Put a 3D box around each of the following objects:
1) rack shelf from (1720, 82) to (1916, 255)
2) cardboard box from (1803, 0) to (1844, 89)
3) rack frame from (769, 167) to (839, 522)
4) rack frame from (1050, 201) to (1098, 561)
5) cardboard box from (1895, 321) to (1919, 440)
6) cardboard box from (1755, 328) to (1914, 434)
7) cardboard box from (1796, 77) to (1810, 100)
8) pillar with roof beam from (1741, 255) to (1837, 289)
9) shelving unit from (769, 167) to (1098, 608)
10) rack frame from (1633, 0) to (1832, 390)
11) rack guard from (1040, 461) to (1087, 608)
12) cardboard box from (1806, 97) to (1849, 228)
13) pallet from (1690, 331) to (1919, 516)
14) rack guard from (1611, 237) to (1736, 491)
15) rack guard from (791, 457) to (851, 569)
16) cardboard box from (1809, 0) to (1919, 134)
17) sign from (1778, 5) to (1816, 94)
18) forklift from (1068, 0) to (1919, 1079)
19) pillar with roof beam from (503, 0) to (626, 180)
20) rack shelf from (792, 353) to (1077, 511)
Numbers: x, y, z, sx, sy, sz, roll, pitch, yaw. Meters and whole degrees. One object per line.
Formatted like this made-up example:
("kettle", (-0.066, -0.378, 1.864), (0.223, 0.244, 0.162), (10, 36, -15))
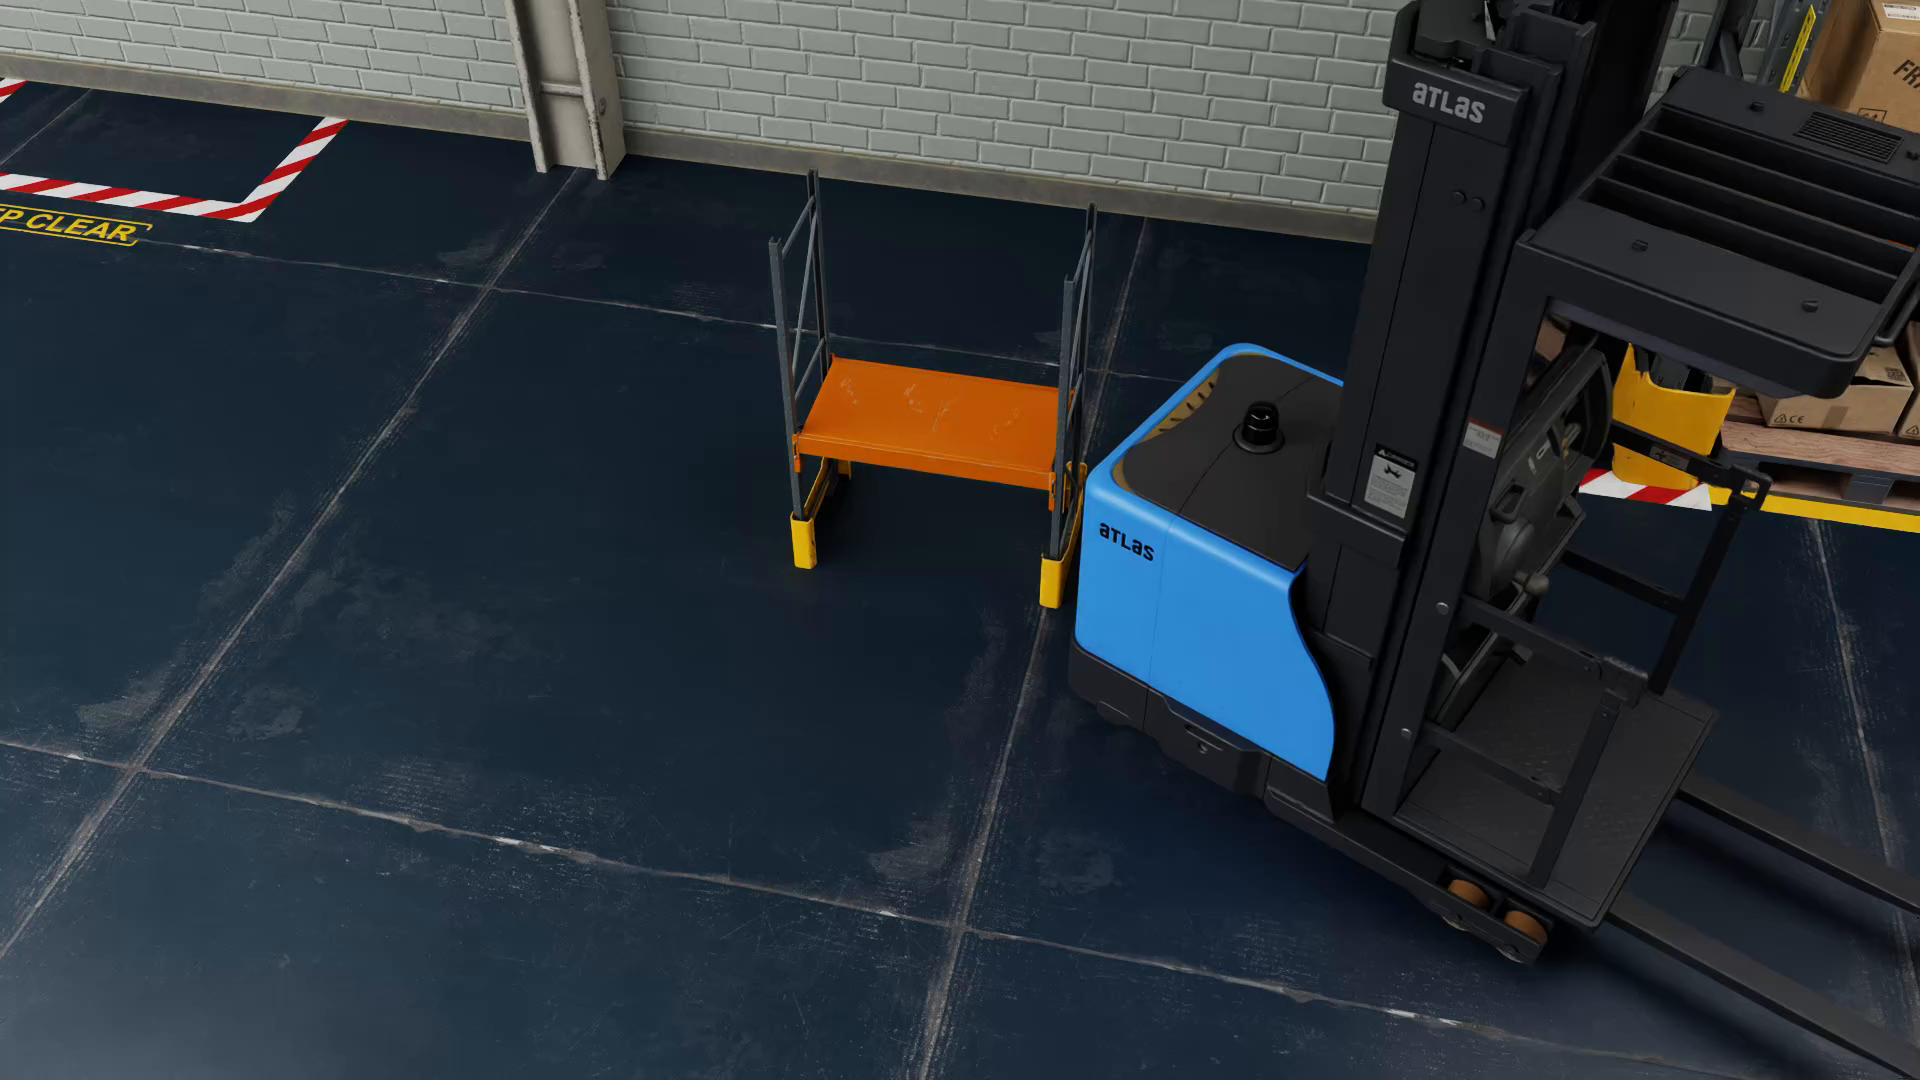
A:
("rack shelf", (4.928, -1.149, 6.300), (4.000, 0.370, 1.077), (9, 45, 9))
("cardboard box", (3.483, -2.007, 6.225), (0.500, 0.500, 0.500), (8, 45, 9))
("rack frame", (-0.579, -0.630, 6.323), (0.032, 1.500, 0.500), (9, 45, 9))
("rack frame", (0.413, -0.476, 6.163), (0.032, 1.500, 0.500), (9, 45, 9))
("cardboard box", (4.188, -0.649, 6.883), (0.500, 0.311, 0.500), (12, 45, 12))
("cardboard box", (3.632, -0.736, 6.973), (0.500, 0.311, 0.500), (4, 44, 4))
("cardboard box", (3.475, -1.725, 6.473), (0.500, 0.250, 0.500), (9, 45, 10))
("pillar with roof beam", (2.908, -1.439, 1.756), (0.400, 9.000, 9.100), (9, 45, 9))
("shelving unit", (-0.074, -0.552, 6.242), (1.083, 1.500, 0.587), (9, 45, 9))
("rack frame", (2.976, -1.711, 6.365), (0.127, 3.000, 1.000), (9, 45, 9))
("rack guard", (0.412, -0.026, 6.597), (0.087, 0.250, 0.587), (9, 45, 9))
("cardboard box", (3.383, -1.376, 6.110), (0.500, 0.250, 0.500), (8, 44, 8))
("pallet", (3.836, -0.548, 7.168), (1.213, 0.211, 1.003), (9, 45, 9))
("rack guard", (3.050, -0.799, 7.220), (0.348, 0.500, 1.175), (9, 45, 9))
("rack guard", (-0.560, -0.177, 6.754), (0.087, 0.250, 0.587), (9, 45, 9))
("cardboard box", (3.377, -1.659, 5.864), (0.500, 0.500, 0.500), (9, 45, 9))
("sign", (2.858, -1.656, 5.683), (0.005, 0.325, 0.100), (9, 45, 9))
("forklift", (1.872, -0.124, 4.765), (3.031, 2.935, 1.130), (28, 51, 26))
("pillar with roof beam", (-2.947, -2.347, 2.700), (0.400, 9.000, 9.100), (9, 45, 9))
("rack shelf", (-0.083, -0.424, 6.368), (1.000, 0.185, 0.538), (9, 45, 9))
